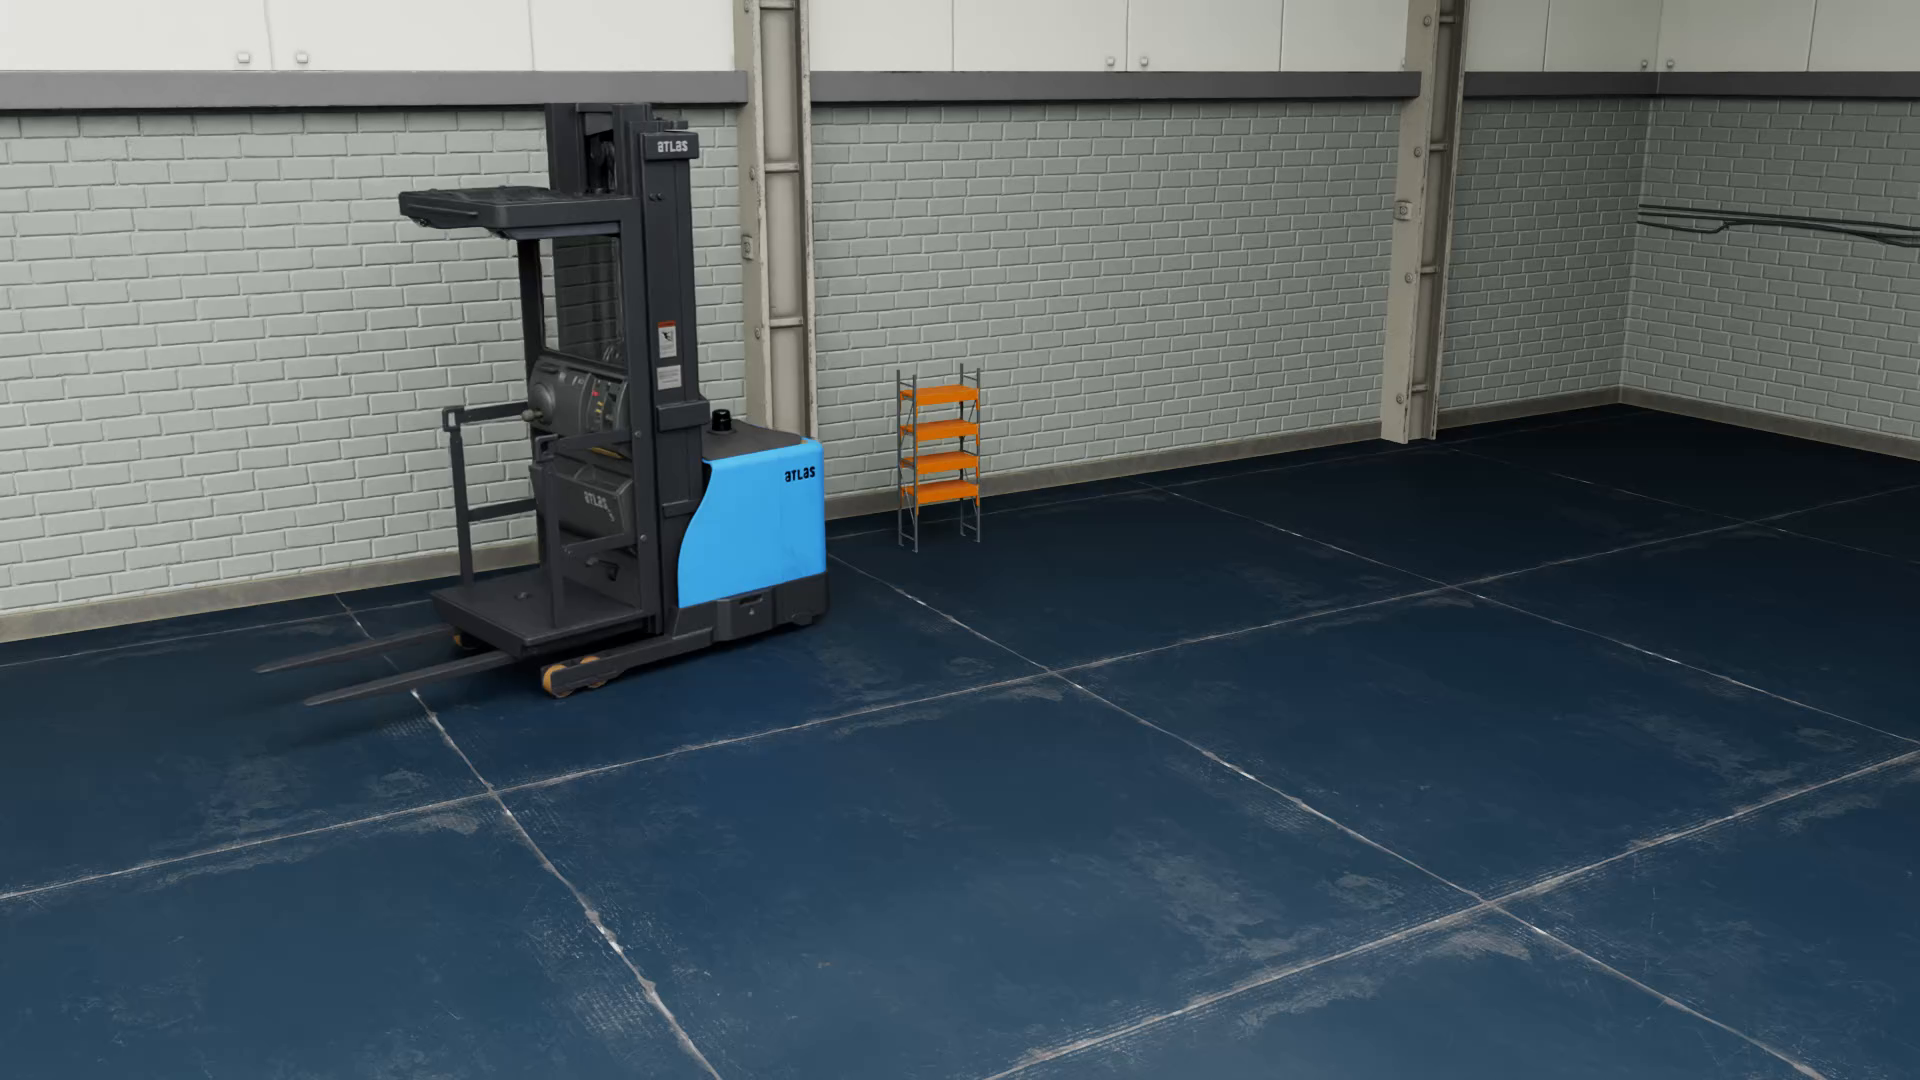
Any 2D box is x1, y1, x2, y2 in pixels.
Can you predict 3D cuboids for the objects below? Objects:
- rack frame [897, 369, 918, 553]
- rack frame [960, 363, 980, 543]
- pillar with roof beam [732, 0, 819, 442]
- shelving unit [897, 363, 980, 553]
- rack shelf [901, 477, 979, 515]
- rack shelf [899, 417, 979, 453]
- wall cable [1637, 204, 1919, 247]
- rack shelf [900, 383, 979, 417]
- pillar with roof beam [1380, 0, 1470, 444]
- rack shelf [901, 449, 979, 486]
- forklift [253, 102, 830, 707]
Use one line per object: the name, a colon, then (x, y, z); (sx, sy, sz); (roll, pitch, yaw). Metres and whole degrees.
rack frame: (-0.351, -0.521, 11.045); (0.015, 1.200, 0.240); (-9, 18, -30)
rack frame: (0.067, -0.589, 11.287); (0.015, 1.200, 0.240); (-9, 18, -30)
pillar with roof beam: (1.000, -3.398, 6.858); (0.400, 9.000, 9.100); (-9, 18, -30)
shelving unit: (-0.142, -0.555, 11.166); (0.503, 1.200, 0.258); (-9, 18, -30)
rack shelf: (-0.142, -0.299, 11.238); (0.480, 0.148, 0.258); (-9, 18, -30)
rack shelf: (-0.142, -0.705, 11.124); (0.480, 0.148, 0.258); (-9, 18, -30)
wall cable: (7.132, -3.836, 14.175); (0.112, 2.526, 3.097); (-9, 18, -30)
rack shelf: (-0.142, -0.933, 11.060); (0.480, 0.148, 0.258); (-9, 18, -30)
pillar with roof beam: (6.143, -4.232, 9.834); (0.400, 9.000, 9.100); (-9, 18, -30)
rack shelf: (-0.142, -0.490, 11.184); (0.480, 0.148, 0.258); (-9, 18, -30)
forklift: (-2.184, -0.762, 8.700); (3.031, 2.935, 1.130); (-14, 21, -41)
